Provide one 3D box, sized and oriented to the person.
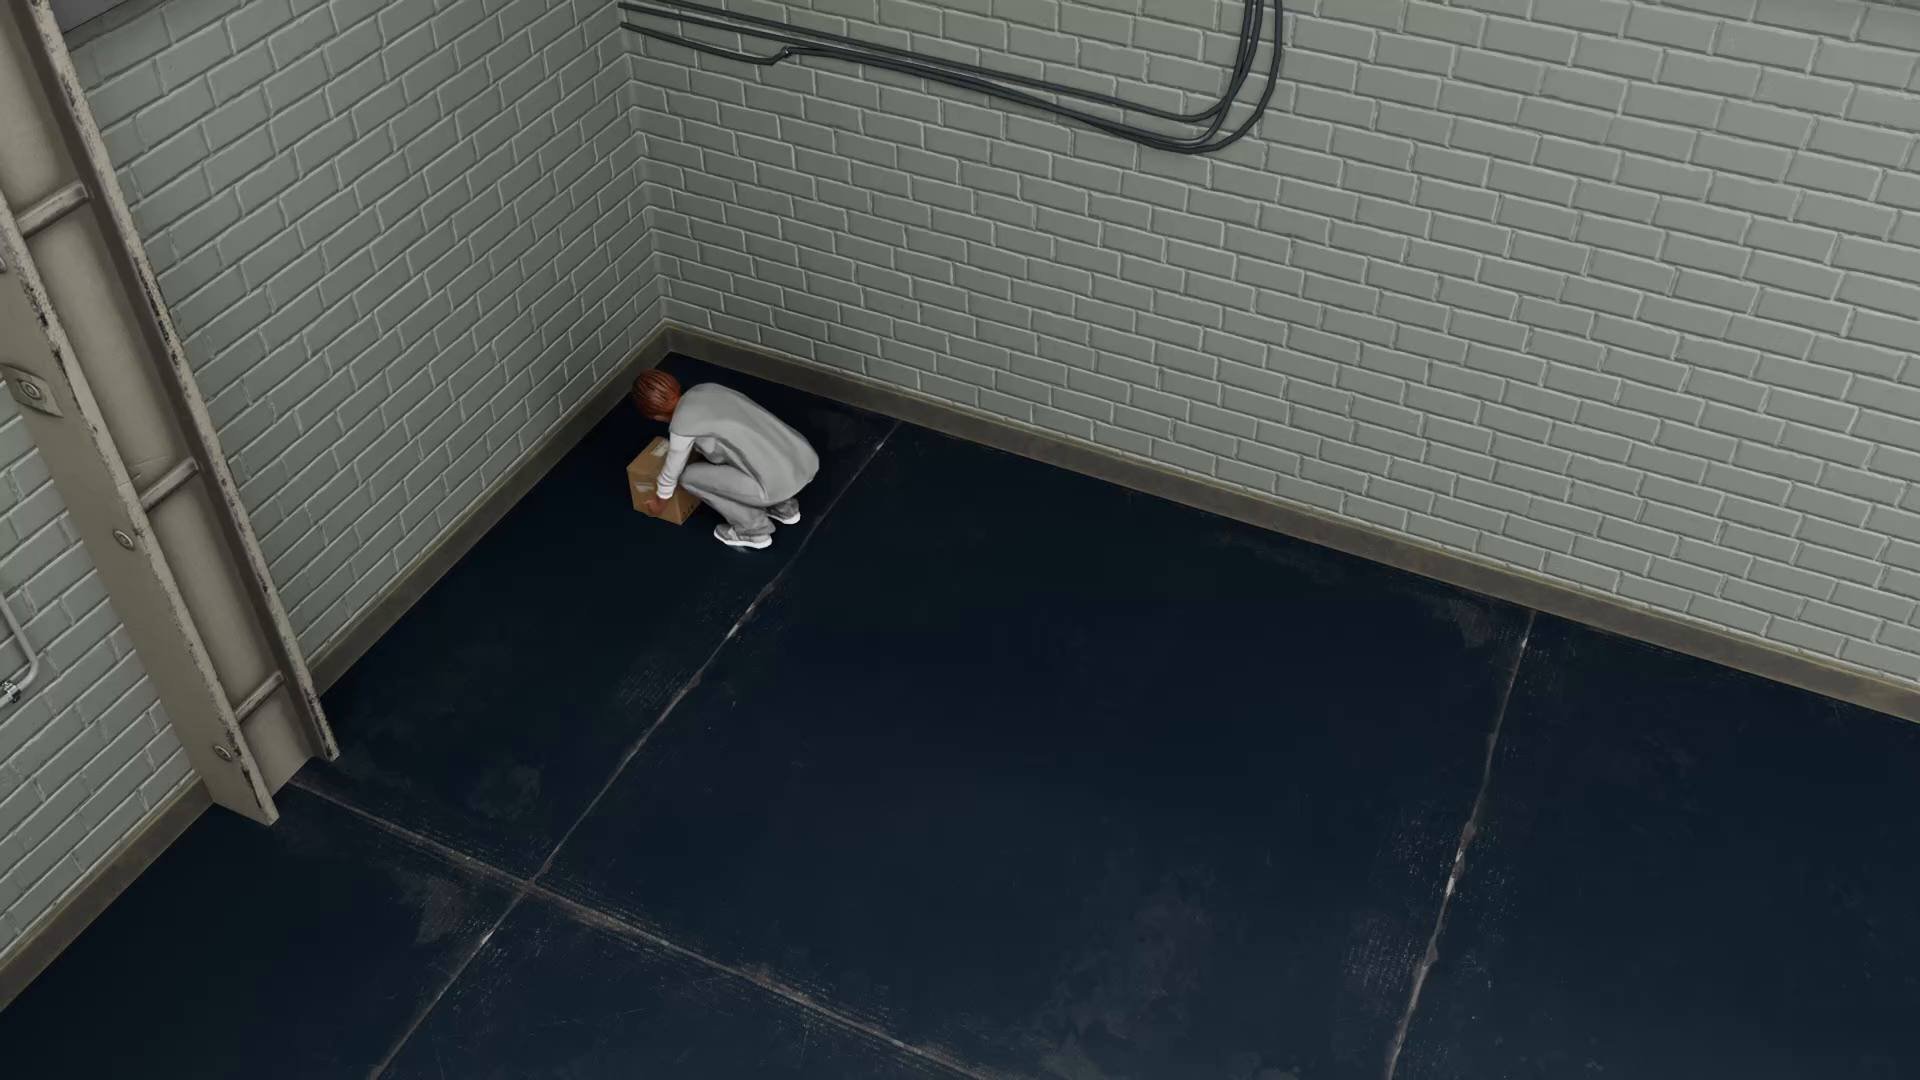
[{"bbox_3d":[-1.014,-0.349,7.171,0.791,0.764,0.392,18,45,18],"label":"person"}]
